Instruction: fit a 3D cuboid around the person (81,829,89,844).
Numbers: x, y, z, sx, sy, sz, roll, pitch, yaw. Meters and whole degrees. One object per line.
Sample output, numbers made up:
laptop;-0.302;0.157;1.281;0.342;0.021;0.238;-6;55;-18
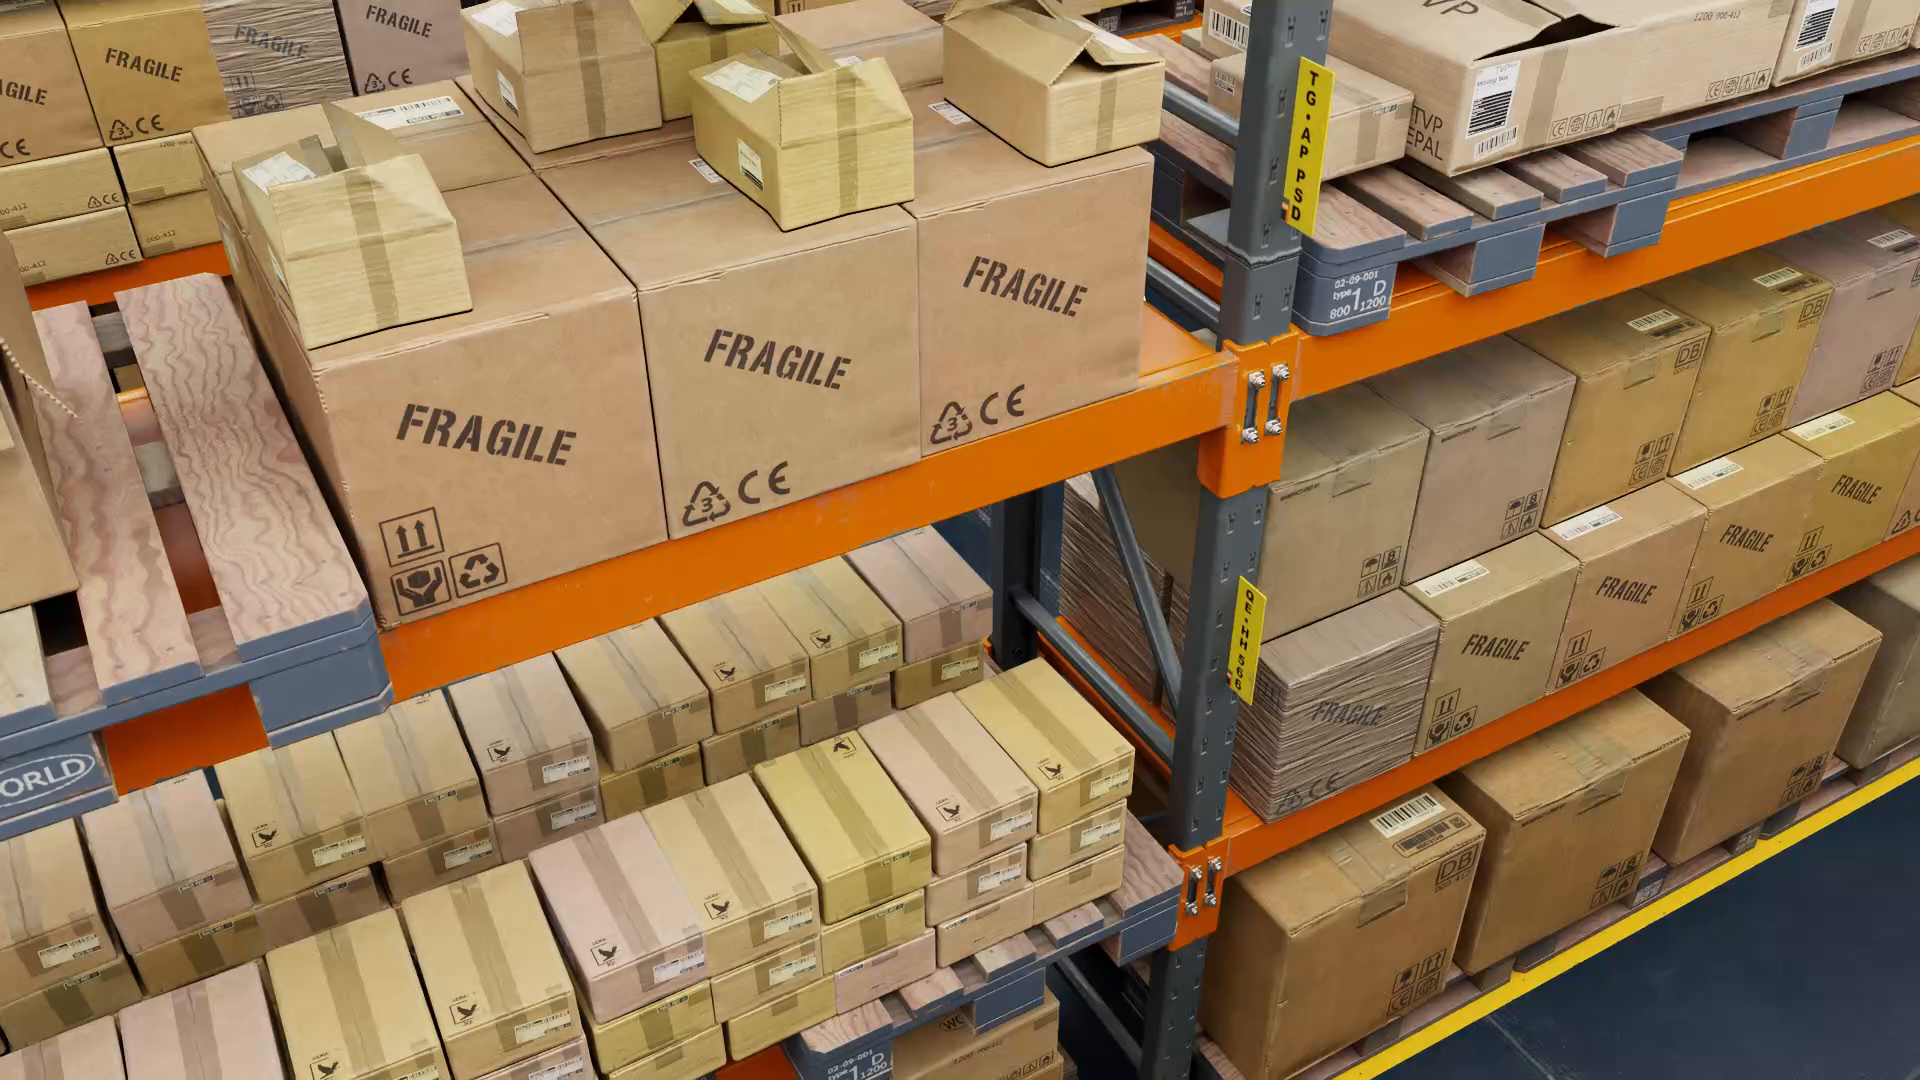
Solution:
person;-3.240;0.681;5.217;0.758;1.800;0.545;-24;43;-29
